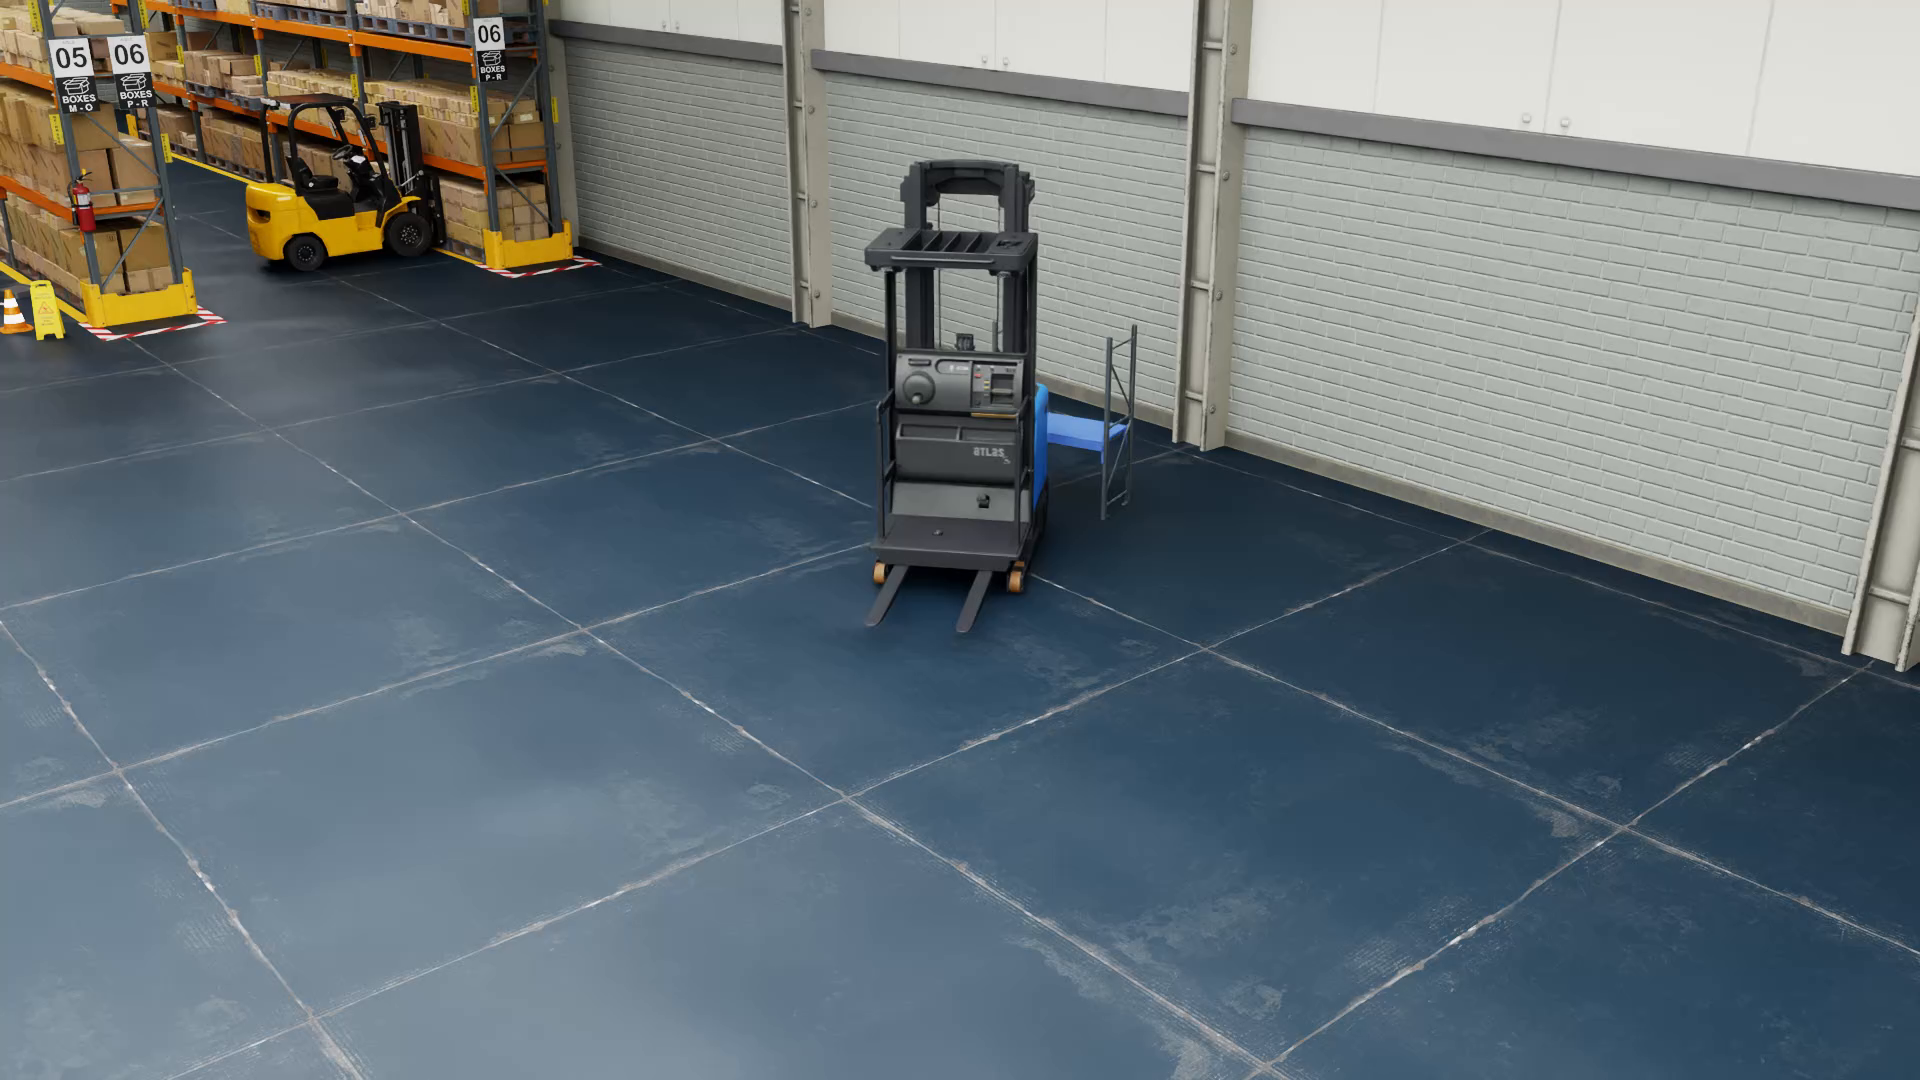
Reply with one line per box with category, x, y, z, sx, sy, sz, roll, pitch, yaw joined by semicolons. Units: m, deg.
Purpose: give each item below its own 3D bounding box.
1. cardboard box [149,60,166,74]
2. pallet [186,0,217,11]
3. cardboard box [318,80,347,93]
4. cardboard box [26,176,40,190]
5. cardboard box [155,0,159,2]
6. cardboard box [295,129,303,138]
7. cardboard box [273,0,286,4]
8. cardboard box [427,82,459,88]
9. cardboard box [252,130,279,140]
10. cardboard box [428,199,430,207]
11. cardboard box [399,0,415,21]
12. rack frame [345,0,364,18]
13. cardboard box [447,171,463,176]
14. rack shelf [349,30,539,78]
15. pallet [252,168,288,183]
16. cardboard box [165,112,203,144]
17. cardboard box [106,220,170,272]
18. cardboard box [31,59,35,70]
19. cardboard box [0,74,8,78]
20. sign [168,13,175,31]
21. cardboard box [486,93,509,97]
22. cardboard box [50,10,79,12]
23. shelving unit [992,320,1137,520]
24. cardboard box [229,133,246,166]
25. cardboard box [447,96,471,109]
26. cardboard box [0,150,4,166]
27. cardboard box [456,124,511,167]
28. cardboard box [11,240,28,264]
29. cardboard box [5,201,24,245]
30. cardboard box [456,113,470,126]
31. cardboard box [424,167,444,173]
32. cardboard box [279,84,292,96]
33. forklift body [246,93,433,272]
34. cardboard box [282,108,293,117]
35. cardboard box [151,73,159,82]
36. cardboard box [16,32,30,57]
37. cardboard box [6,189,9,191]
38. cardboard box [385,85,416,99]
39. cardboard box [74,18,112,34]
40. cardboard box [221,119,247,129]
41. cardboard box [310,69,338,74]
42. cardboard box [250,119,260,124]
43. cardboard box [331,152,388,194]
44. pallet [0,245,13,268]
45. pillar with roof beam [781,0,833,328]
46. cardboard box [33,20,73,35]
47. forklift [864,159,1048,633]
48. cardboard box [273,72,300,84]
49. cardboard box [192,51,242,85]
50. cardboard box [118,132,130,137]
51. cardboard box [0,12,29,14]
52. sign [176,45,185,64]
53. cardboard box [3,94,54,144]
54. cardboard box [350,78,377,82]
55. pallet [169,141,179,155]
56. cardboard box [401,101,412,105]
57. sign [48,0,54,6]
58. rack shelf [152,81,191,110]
cardboard box;-15.208;-9.080;31.851;0.500;0.250;0.500;-18;28;-39
pallet;-12.650;-9.337;28.853;1.213;0.211;1.003;-17;27;-37
cardboard box;-9.727;-7.036;25.808;0.380;0.149;0.250;-17;27;-37
cardboard box;-11.261;-4.418;20.496;0.380;0.149;0.250;-18;27;-38
cardboard box;-14.643;-10.032;30.717;0.380;0.149;0.250;-18;27;-38
cardboard box;-11.348;-7.037;28.799;0.380;0.149;0.250;-16;27;-36
cardboard box;-10.397;-8.717;26.163;0.700;0.500;0.500;-18;28;-38
cardboard box;-7.516;-6.567;24.204;0.380;0.149;0.250;-18;28;-38
cardboard box;-11.945;-6.966;28.619;0.380;0.149;0.250;-19;28;-39
cardboard box;-7.419;-4.821;23.688;0.500;0.250;0.500;-18;27;-38
cardboard box;-7.288;-7.423;22.857;0.797;0.503;0.637;-16;27;-36
rack frame;-8.480;-9.093;23.861;1.000;3.000;0.127;-17;27;-37
cardboard box;-7.015;-5.174;23.906;0.500;0.250;0.500;-18;28;-38
rack shelf;-7.174;-6.809;23.129;1.077;0.370;4.000;-17;27;-37
pallet;-11.549;-6.322;28.835;1.003;0.211;1.213;-17;27;-37
cardboard box;-14.779;-7.923;31.952;0.700;0.500;0.500;-19;28;-39
cardboard box;-9.960;-3.572;20.156;0.500;0.500;0.500;-19;28;-39
cardboard box;-10.406;-5.466;19.059;0.380;0.149;0.250;-16;27;-36
cardboard box;-13.567;-6.520;23.508;0.380;0.149;0.250;-19;28;-40
sign;-15.879;-10.428;33.475;0.100;0.325;0.005;-17;27;-37
cardboard box;-6.405;-6.047;22.876;0.380;0.149;0.250;-17;27;-37
cardboard box;-10.967;-6.390;20.324;0.380;0.149;0.250;-17;27;-37
shelving unit;0.836;-1.037;13.574;1.048;1.500;0.538;12;24;28
cardboard box;-12.545;-6.926;29.406;0.500;0.500;0.500;-19;28;-39
cardboard box;-6.744;-5.944;22.612;0.380;0.149;0.250;-17;27;-37
cardboard box;-12.161;-5.114;21.384;0.500;0.500;0.500;-18;27;-38
cardboard box;-6.389;-5.315;22.303;0.500;0.500;0.500;-18;28;-39
cardboard box;-12.057;-3.805;21.781;0.500;0.250;0.500;-19;28;-40
cardboard box;-12.057;-4.154;21.644;0.500;0.500;0.500;-16;26;-35
cardboard box;-6.496;-5.636;22.234;0.380;0.149;0.250;-17;27;-37
cardboard box;-7.742;-5.194;23.955;0.500;0.250;0.500;-16;27;-36
cardboard box;-10.660;-7.249;26.898;0.500;0.250;0.500;-16;27;-36
forklift body;-8.488;-4.889;22.517;2.313;2.155;1.214;-17;27;-37
cardboard box;-10.662;-7.014;26.985;0.500;0.250;0.500;-18;28;-39
cardboard box;-15.315;-8.906;31.955;0.380;0.149;0.250;-17;27;-36
cardboard box;-10.482;-5.697;19.101;0.500;0.250;0.500;-18;28;-38
cardboard box;-14.487;-5.036;24.756;0.950;0.372;0.625;-20;29;-41
cardboard box;-7.994;-6.414;23.811;0.380;0.149;0.250;-17;27;-36
cardboard box;-9.880;-5.876;19.011;0.380;0.149;0.250;-18;27;-38
cardboard box;-13.064;-7.483;29.937;0.380;0.149;0.250;-18;28;-38
cardboard box;-10.469;-7.666;27.417;0.380;0.149;0.250;-17;27;-36
cardboard box;-12.576;-7.521;30.035;0.380;0.149;0.250;-17;27;-36
cardboard box;-9.329;-5.747;26.225;0.875;0.625;0.625;-18;28;-38
pallet;-12.747;-4.034;22.993;1.003;0.211;1.213;-17;27;-37
pillar with roof beam;-4.985;-5.712;15.230;9.100;9.000;0.400;-17;27;-37
cardboard box;-10.210;-5.767;18.732;0.380;0.149;0.250;-17;27;-37
forklift;-0.038;-1.120;11.825;1.130;2.935;3.031;4;22;9
cardboard box;-10.930;-7.522;27.049;0.380;0.149;0.250;-17;27;-36
cardboard box;-13.217;-8.422;29.661;0.700;0.500;0.500;-17;27;-37
cardboard box;-10.400;-4.677;20.267;0.500;0.500;0.500;-18;28;-38
cardboard box;-11.388;-6.257;19.983;0.380;0.149;0.250;-18;28;-38
sign;-14.108;-8.782;30.106;0.100;0.325;0.005;-17;27;-37
cardboard box;-10.861;-5.010;19.746;0.700;0.500;0.500;-18;28;-38
cardboard box;-9.339;-7.161;26.129;0.380;0.149;0.250;-18;27;-38
pallet;-14.950;-7.739;32.453;1.003;0.211;1.213;-17;27;-37
cardboard box;-7.657;-6.137;23.514;0.380;0.149;0.250;-19;28;-39
sign;-11.831;-6.886;21.630;0.100;0.325;0.005;-17;27;-37
rack shelf;-15.007;-8.728;32.141;1.077;0.370;4.000;-17;27;-37
